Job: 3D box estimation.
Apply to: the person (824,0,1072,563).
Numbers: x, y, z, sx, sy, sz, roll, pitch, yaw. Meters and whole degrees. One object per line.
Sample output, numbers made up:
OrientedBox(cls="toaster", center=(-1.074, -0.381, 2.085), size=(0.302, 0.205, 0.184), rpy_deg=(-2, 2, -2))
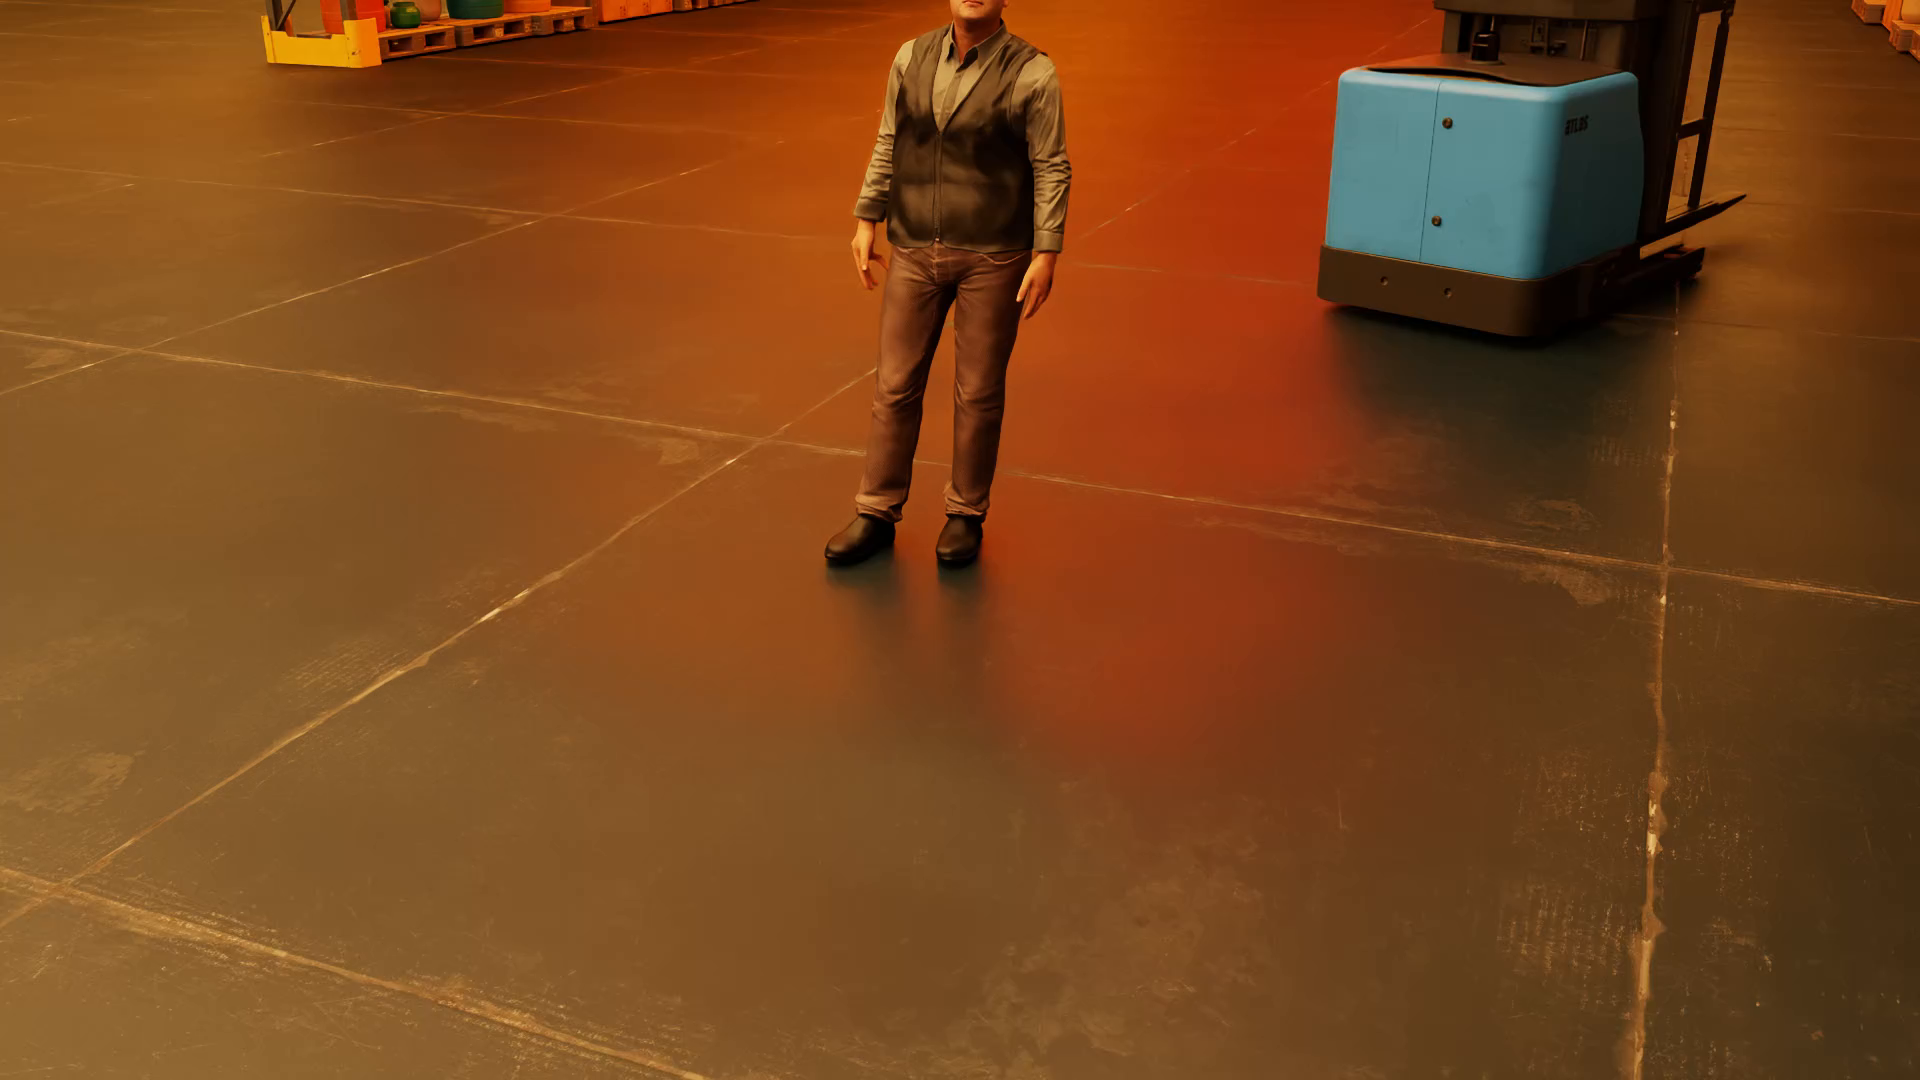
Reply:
OrientedBox(cls="person", center=(-0.031, -0.780, 4.707), size=(0.634, 1.722, 0.566), rpy_deg=(9, 24, 21))

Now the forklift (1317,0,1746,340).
OrientedBox(cls="forklift", center=(2.988, -2.682, 7.708), size=(1.130, 2.935, 3.031), rpy_deg=(19, 30, 39))
